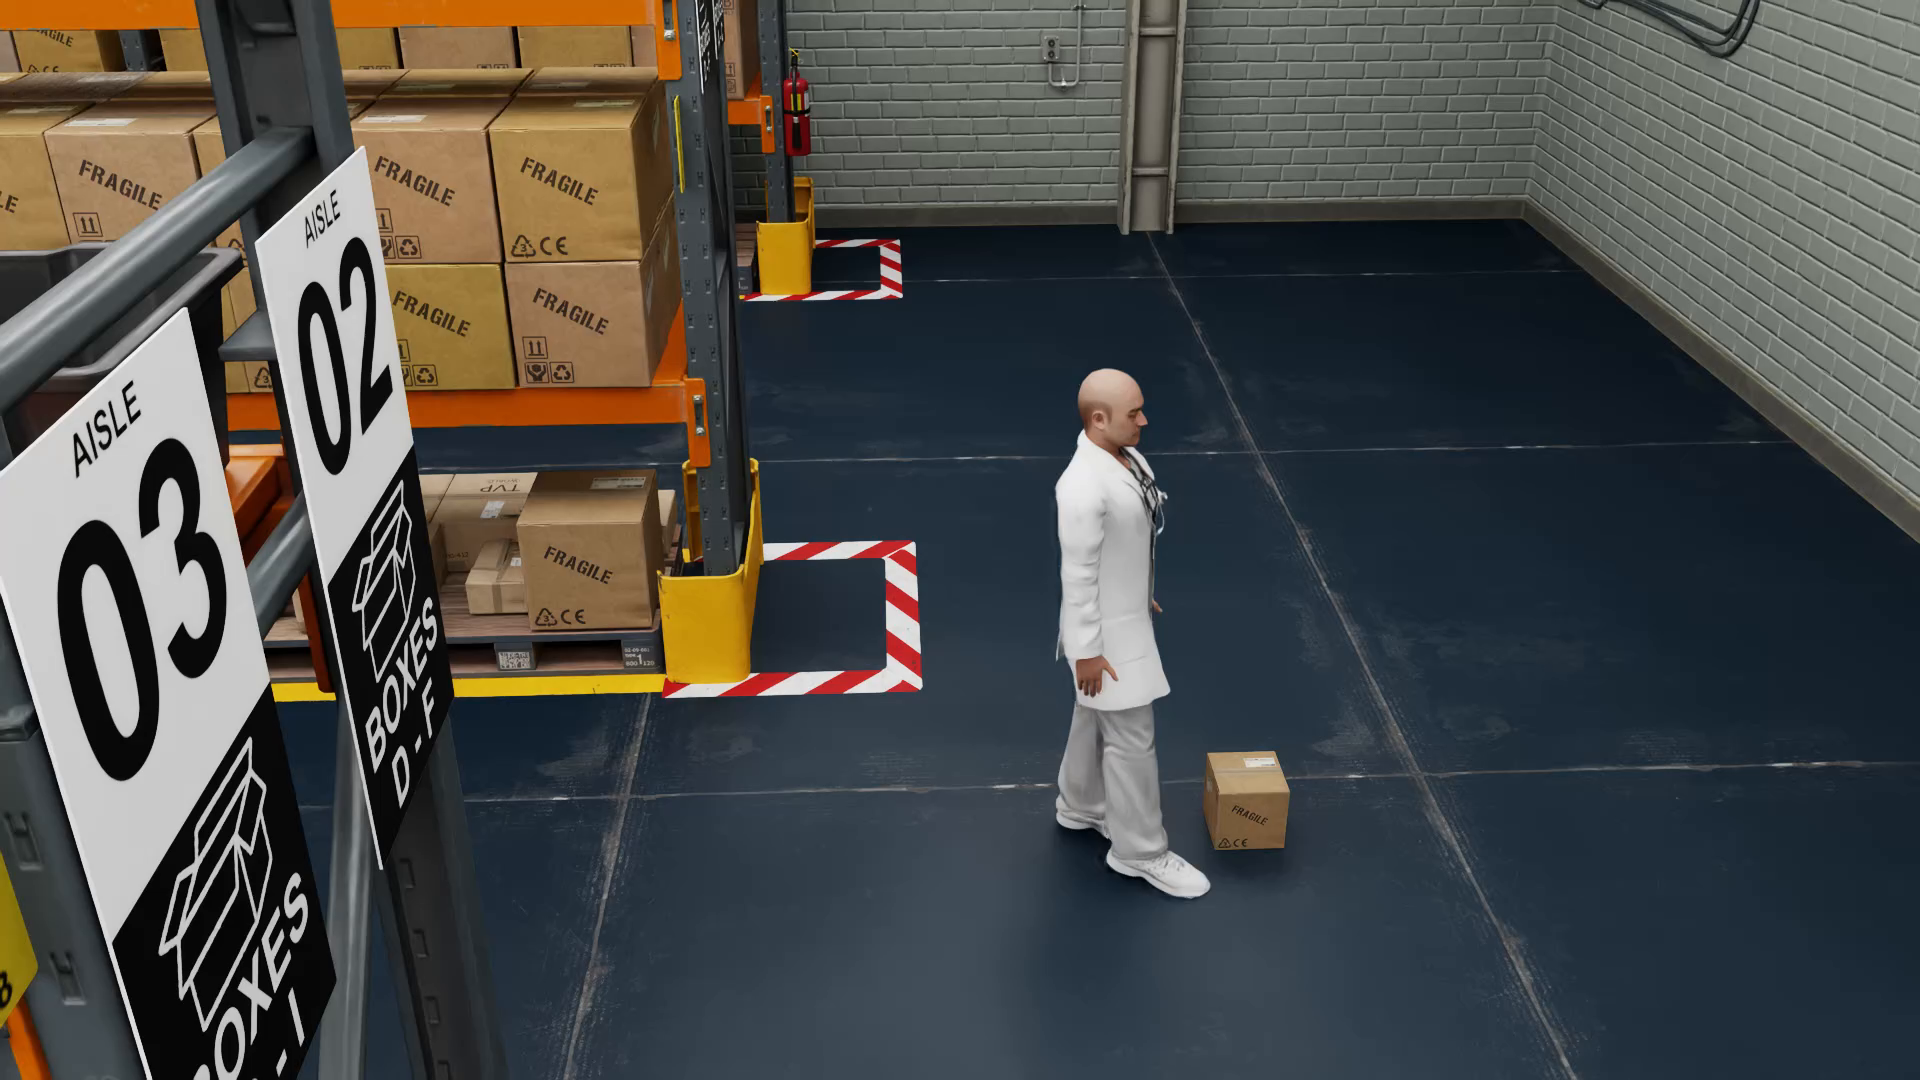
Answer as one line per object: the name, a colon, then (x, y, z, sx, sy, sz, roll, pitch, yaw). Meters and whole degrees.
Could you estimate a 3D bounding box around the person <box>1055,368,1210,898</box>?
person: (0.617, 0.289, 5.560, 0.604, 1.785, 0.593, 6, 28, 12)
